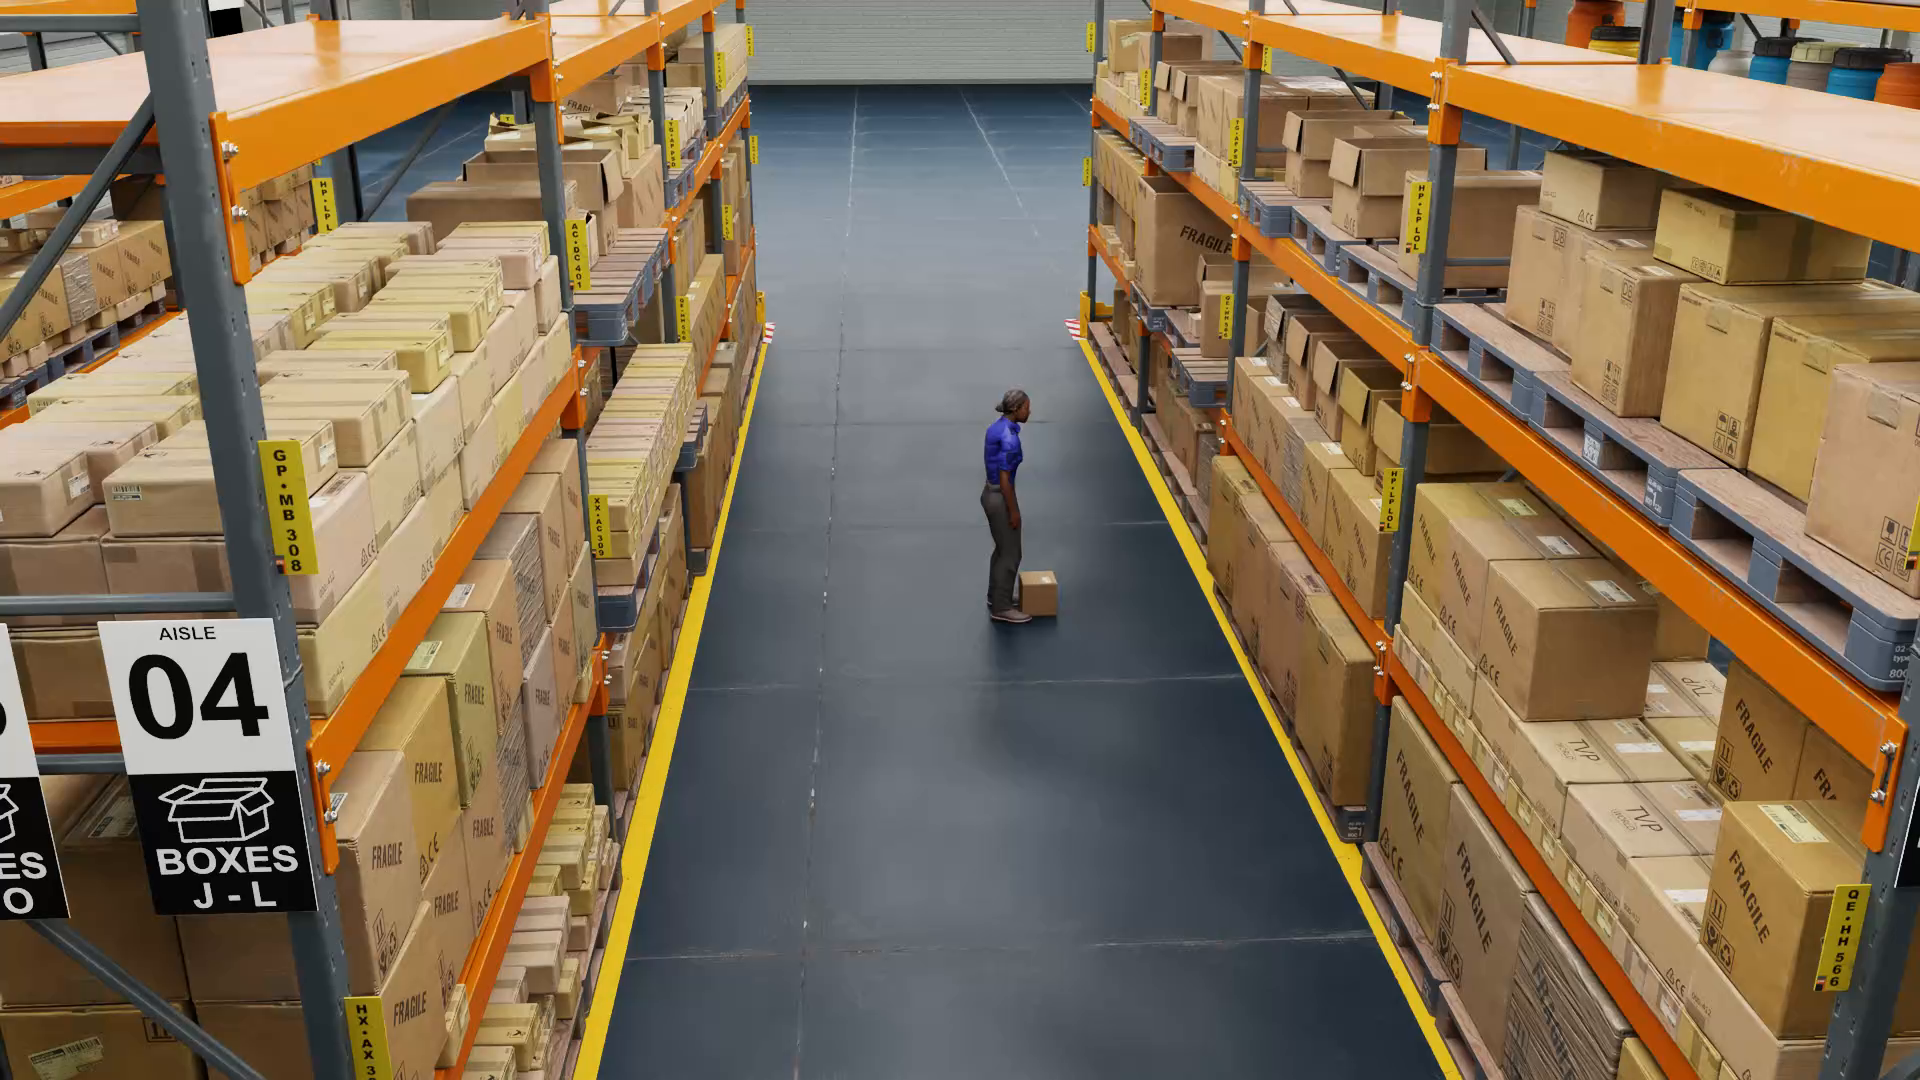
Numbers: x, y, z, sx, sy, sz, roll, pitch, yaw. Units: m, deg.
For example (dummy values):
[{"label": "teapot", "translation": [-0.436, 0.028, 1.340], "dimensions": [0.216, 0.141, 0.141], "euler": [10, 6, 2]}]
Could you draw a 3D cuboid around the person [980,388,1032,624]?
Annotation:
[{"label": "person", "translation": [0.328, -0.261, 11.785], "dimensions": [0.351, 1.653, 0.527], "euler": [-2, 21, -6]}]
